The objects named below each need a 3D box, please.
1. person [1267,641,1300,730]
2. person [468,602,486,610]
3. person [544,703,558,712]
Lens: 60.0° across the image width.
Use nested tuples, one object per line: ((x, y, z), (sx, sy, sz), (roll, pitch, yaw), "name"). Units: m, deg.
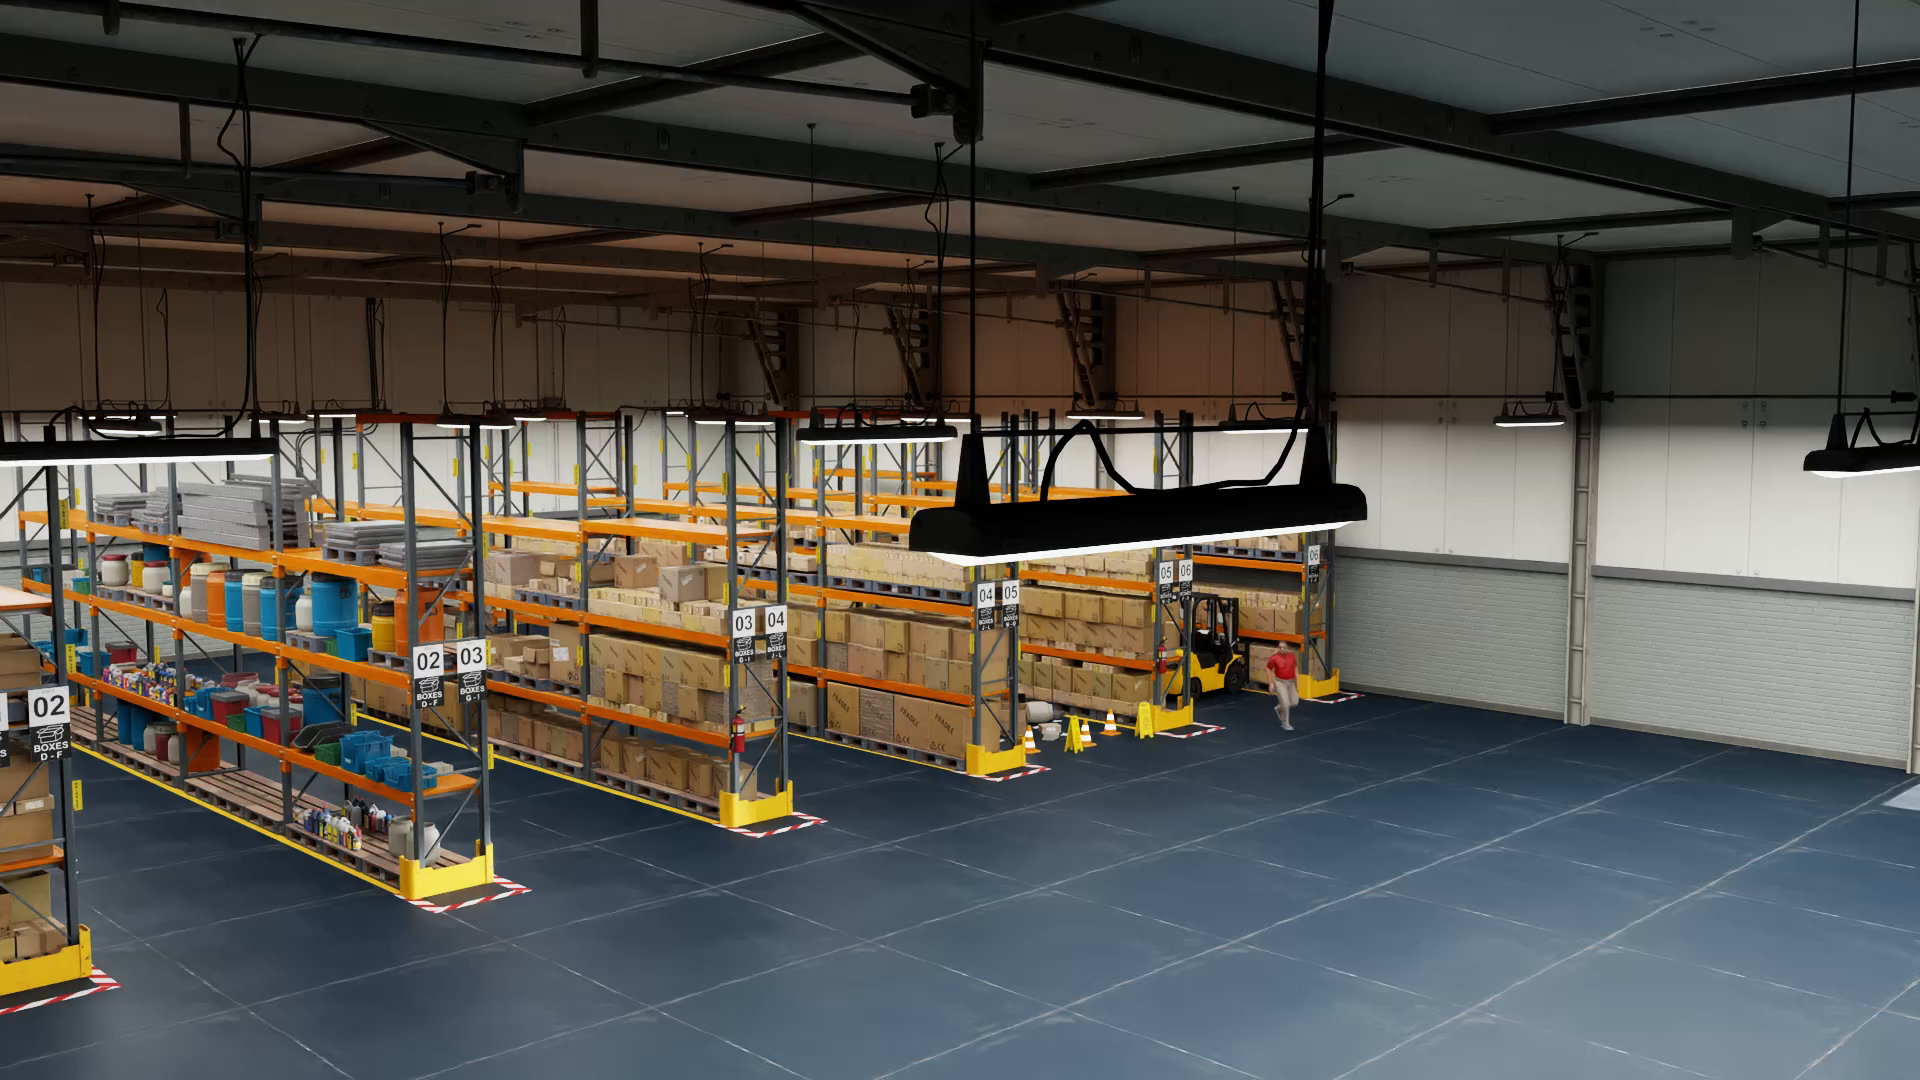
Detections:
((6.140, 2.747, 31.649), (0.589, 1.698, 0.639), (-2, 5, -23), "person")
((-12.248, 1.890, 42.036), (0.524, 1.708, 0.594), (-1, 5, -6), "person")
((-7.942, 2.736, 32.296), (0.458, 1.535, 0.972), (-5, 7, -45), "person")
